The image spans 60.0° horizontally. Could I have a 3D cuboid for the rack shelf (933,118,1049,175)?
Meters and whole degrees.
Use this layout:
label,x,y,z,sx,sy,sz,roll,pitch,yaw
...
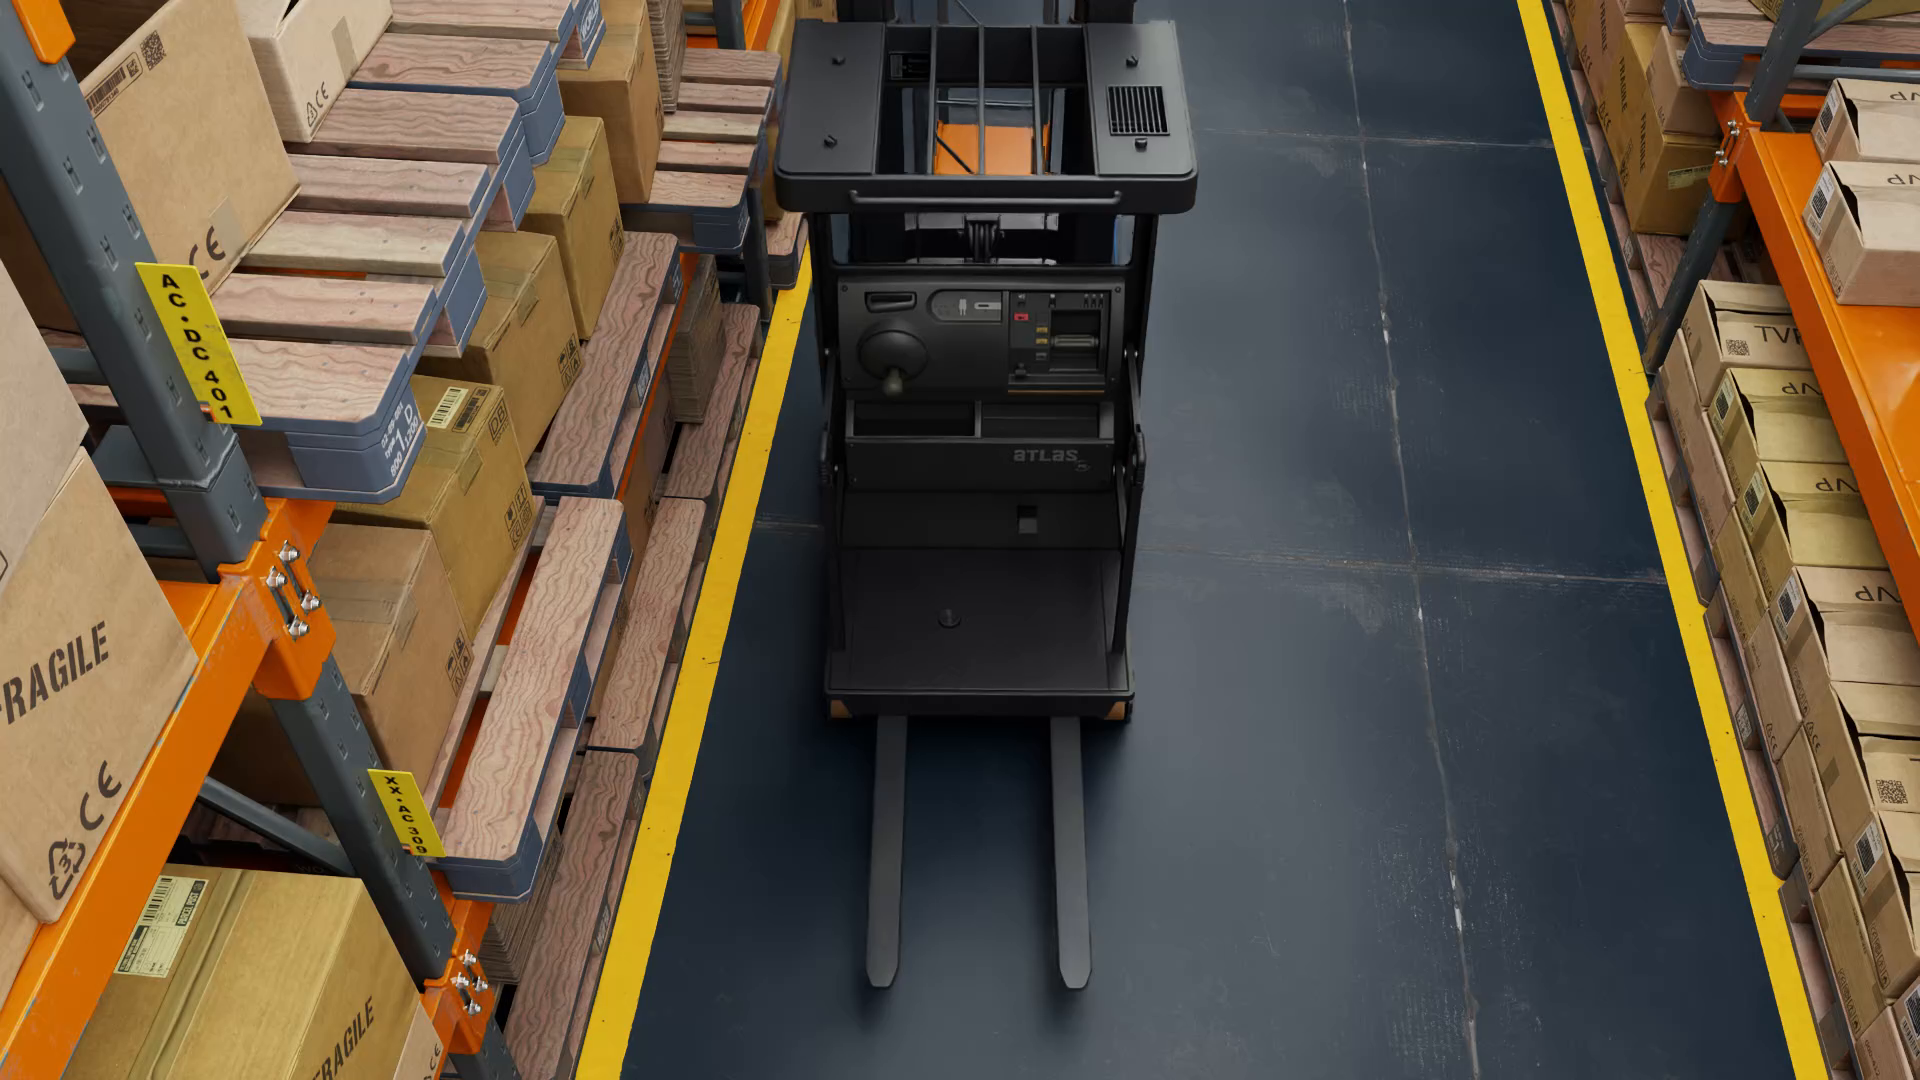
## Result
label,x,y,z,sx,sy,sz,roll,pitch,yaw
rack shelf,0.113,-1.490,7.340,0.538,0.185,1.000,3,48,3

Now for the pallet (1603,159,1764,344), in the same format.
label,x,y,z,sx,sy,sz,roll,pitch,yaw
pallet,3.669,-1.360,7.851,1.003,0.211,1.213,4,48,4

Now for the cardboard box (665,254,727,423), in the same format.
label,x,y,z,sx,sy,sz,roll,pitch,yaw
cardboard box,-1.384,-0.858,6.898,0.700,0.500,0.500,4,48,4

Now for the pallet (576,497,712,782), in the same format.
label,x,y,z,sx,sy,sz,roll,pitch,yaw
pallet,-1.557,0.324,6.311,1.003,0.211,1.213,4,48,4

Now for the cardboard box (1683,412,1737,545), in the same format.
label,x,y,z,sx,sy,sz,roll,pitch,yaw
cardboard box,3.178,-0.234,6.510,0.500,0.250,0.500,3,48,2

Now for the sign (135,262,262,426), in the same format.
label,x,y,z,sx,sy,sz,roll,pitch,yaw
sign,-1.194,-0.302,2.610,0.100,0.325,0.005,4,48,4

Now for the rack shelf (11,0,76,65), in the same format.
label,x,y,z,sx,sy,sz,roll,pitch,yaw
rack shelf,-1.553,-2.263,3.480,1.077,0.370,4.000,4,48,4

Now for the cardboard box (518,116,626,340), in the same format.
label,x,y,z,sx,sy,sz,roll,pitch,yaw
cardboard box,-1.495,-1.005,5.270,0.700,0.500,0.500,4,48,4

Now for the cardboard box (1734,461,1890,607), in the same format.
label,x,y,z,sx,sy,sz,roll,pitch,yaw
cardboard box,3.135,-0.032,5.945,0.500,0.311,0.500,3,48,2

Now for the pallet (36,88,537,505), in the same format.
label,x,y,z,sx,sy,sz,roll,pitch,yaw
pallet,-1.572,-0.542,3.307,1.213,0.211,1.003,4,48,4

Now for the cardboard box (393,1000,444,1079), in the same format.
label,x,y,z,sx,sy,sz,roll,pitch,yaw
cardboard box,-1.476,1.266,3.647,0.500,0.250,0.500,4,48,4

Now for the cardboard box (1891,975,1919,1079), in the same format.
label,x,y,z,sx,sy,sz,roll,pitch,yaw
cardboard box,2.950,1.464,4.577,0.500,0.311,0.500,4,48,4

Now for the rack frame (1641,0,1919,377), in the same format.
label,x,y,z,sx,sy,sz,roll,pitch,yaw
rack frame,3.563,-1.755,6.323,1.000,3.000,0.127,4,48,4

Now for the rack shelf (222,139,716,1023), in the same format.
label,x,y,z,sx,sy,sz,roll,pitch,yaw
rack shelf,-1.553,-0.373,5.546,1.077,0.370,4.000,4,48,4

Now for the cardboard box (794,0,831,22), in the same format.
label,x,y,z,sx,sy,sz,roll,pitch,yaw
cardboard box,-1.086,-2.677,8.338,0.750,0.750,0.750,4,48,3

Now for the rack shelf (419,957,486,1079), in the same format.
label,x,y,z,sx,sy,sz,roll,pitch,yaw
rack shelf,-1.917,2.566,2.858,1.077,0.370,4.000,4,48,4

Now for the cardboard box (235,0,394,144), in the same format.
label,x,y,z,sx,sy,sz,roll,pitch,yaw
cardboard box,-1.549,-1.119,3.484,0.500,0.311,0.500,5,48,5

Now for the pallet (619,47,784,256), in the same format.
label,x,y,z,sx,sy,sz,roll,pitch,yaw
pallet,-1.329,-1.490,6.210,1.213,0.211,1.003,4,48,4

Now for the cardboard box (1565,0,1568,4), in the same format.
label,x,y,z,sx,sy,sz,roll,pitch,yaw
cardboard box,3.603,-3.268,9.102,0.500,0.500,0.500,4,48,4

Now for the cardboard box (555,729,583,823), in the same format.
label,x,y,z,sx,sy,sz,roll,pitch,yaw
cardboard box,-1.687,0.624,5.542,0.700,0.500,0.500,3,48,3

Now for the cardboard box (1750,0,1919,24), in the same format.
label,x,y,z,sx,sy,sz,roll,pitch,yaw
cardboard box,3.508,-2.401,6.561,0.700,0.500,0.500,-11,48,-10

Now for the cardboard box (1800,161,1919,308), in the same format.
label,x,y,z,sx,sy,sz,roll,pitch,yaw
cardboard box,3.289,-1.081,5.766,0.500,0.311,0.500,3,48,3

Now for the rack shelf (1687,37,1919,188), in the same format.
label,x,y,z,sx,sy,sz,roll,pitch,yaw
rack shelf,3.745,-2.982,7.932,1.077,0.370,4.000,4,48,4

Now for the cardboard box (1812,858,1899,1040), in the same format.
label,x,y,z,sx,sy,sz,roll,pitch,yaw
cardboard box,2.996,1.275,5.130,0.500,0.250,0.500,3,48,3

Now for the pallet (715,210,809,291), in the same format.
label,x,y,z,sx,sy,sz,roll,pitch,yaw
pallet,-1.223,-1.719,8.179,1.003,0.211,1.213,4,48,4

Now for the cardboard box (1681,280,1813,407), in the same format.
label,x,y,z,sx,sy,sz,roll,pitch,yaw
cardboard box,3.223,-0.793,6.641,0.500,0.311,0.500,5,48,5

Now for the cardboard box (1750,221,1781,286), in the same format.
label,x,y,z,sx,sy,sz,roll,pitch,yaw
cardboard box,3.889,-1.375,7.371,0.500,0.500,0.500,6,48,5

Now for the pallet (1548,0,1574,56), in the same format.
label,x,y,z,sx,sy,sz,roll,pitch,yaw
pallet,3.891,-3.153,9.491,1.003,0.211,1.213,4,48,4

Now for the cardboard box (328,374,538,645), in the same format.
label,x,y,z,sx,sy,sz,roll,pitch,yaw
cardboard box,-1.596,-0.110,4.452,0.700,0.500,0.500,8,48,8

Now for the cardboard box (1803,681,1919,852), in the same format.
label,x,y,z,sx,sy,sz,roll,pitch,yaw
cardboard box,3.039,0.715,5.262,0.500,0.311,0.500,4,48,3

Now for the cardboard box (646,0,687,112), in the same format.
label,x,y,z,sx,sy,sz,roll,pitch,yaw
cardboard box,-1.403,-1.922,6.109,0.700,0.500,0.500,-1,48,-1

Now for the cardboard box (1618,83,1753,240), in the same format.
label,x,y,z,sx,sy,sz,roll,pitch,yaw
cardboard box,3.415,-1.763,7.726,0.500,0.500,0.500,6,48,5

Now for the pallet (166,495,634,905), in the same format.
label,x,y,z,sx,sy,sz,roll,pitch,yaw
pallet,-1.520,0.367,4.512,1.003,0.211,1.213,4,48,4

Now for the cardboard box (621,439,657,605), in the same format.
label,x,y,z,sx,sy,sz,roll,pitch,yaw
cardboard box,-1.564,-0.120,6.223,0.700,0.500,0.500,4,48,3

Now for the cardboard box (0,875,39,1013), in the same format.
label,x,y,z,sx,sy,sz,roll,pitch,yaw
cardboard box,-1.593,0.559,2.091,0.500,0.500,0.500,0,48,0

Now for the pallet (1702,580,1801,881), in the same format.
label,x,y,z,sx,sy,sz,roll,pitch,yaw
pallet,3.336,0.682,5.983,1.003,0.211,1.213,4,48,4

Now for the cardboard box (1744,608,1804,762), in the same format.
label,x,y,z,sx,sy,sz,roll,pitch,yaw
cardboard box,3.090,0.525,5.816,0.500,0.250,0.500,5,48,4

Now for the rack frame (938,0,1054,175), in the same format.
label,x,y,z,sx,sy,sz,roll,pitch,yaw
rack frame,0.154,-1.986,7.550,0.500,1.500,0.032,3,48,3

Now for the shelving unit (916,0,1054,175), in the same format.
label,x,y,z,sx,sy,sz,roll,pitch,yaw
shelving unit,0.114,-1.618,7.214,0.587,1.500,1.083,3,48,3

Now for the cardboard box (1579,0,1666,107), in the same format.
label,x,y,z,sx,sy,sz,roll,pitch,yaw
cardboard box,3.504,-2.529,8.426,0.500,0.500,0.500,2,48,2

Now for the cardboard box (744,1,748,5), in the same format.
label,x,y,z,sx,sy,sz,roll,pitch,yaw
cardboard box,-1.078,-2.418,7.086,0.380,0.149,0.250,4,48,4

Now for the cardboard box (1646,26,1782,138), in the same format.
label,x,y,z,sx,sy,sz,roll,pitch,yaw
cardboard box,3.416,-2.058,7.487,0.500,0.250,0.500,6,48,5

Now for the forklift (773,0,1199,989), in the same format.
label,x,y,z,sx,sy,sz,roll,pitch,yaw
forklift,0.069,-0.563,5.279,1.130,2.935,3.031,0,48,0

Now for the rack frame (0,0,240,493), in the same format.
label,x,y,z,sx,sy,sz,roll,pitch,yaw
rack frame,-1.735,-1.171,1.723,1.000,3.000,0.127,4,48,4
